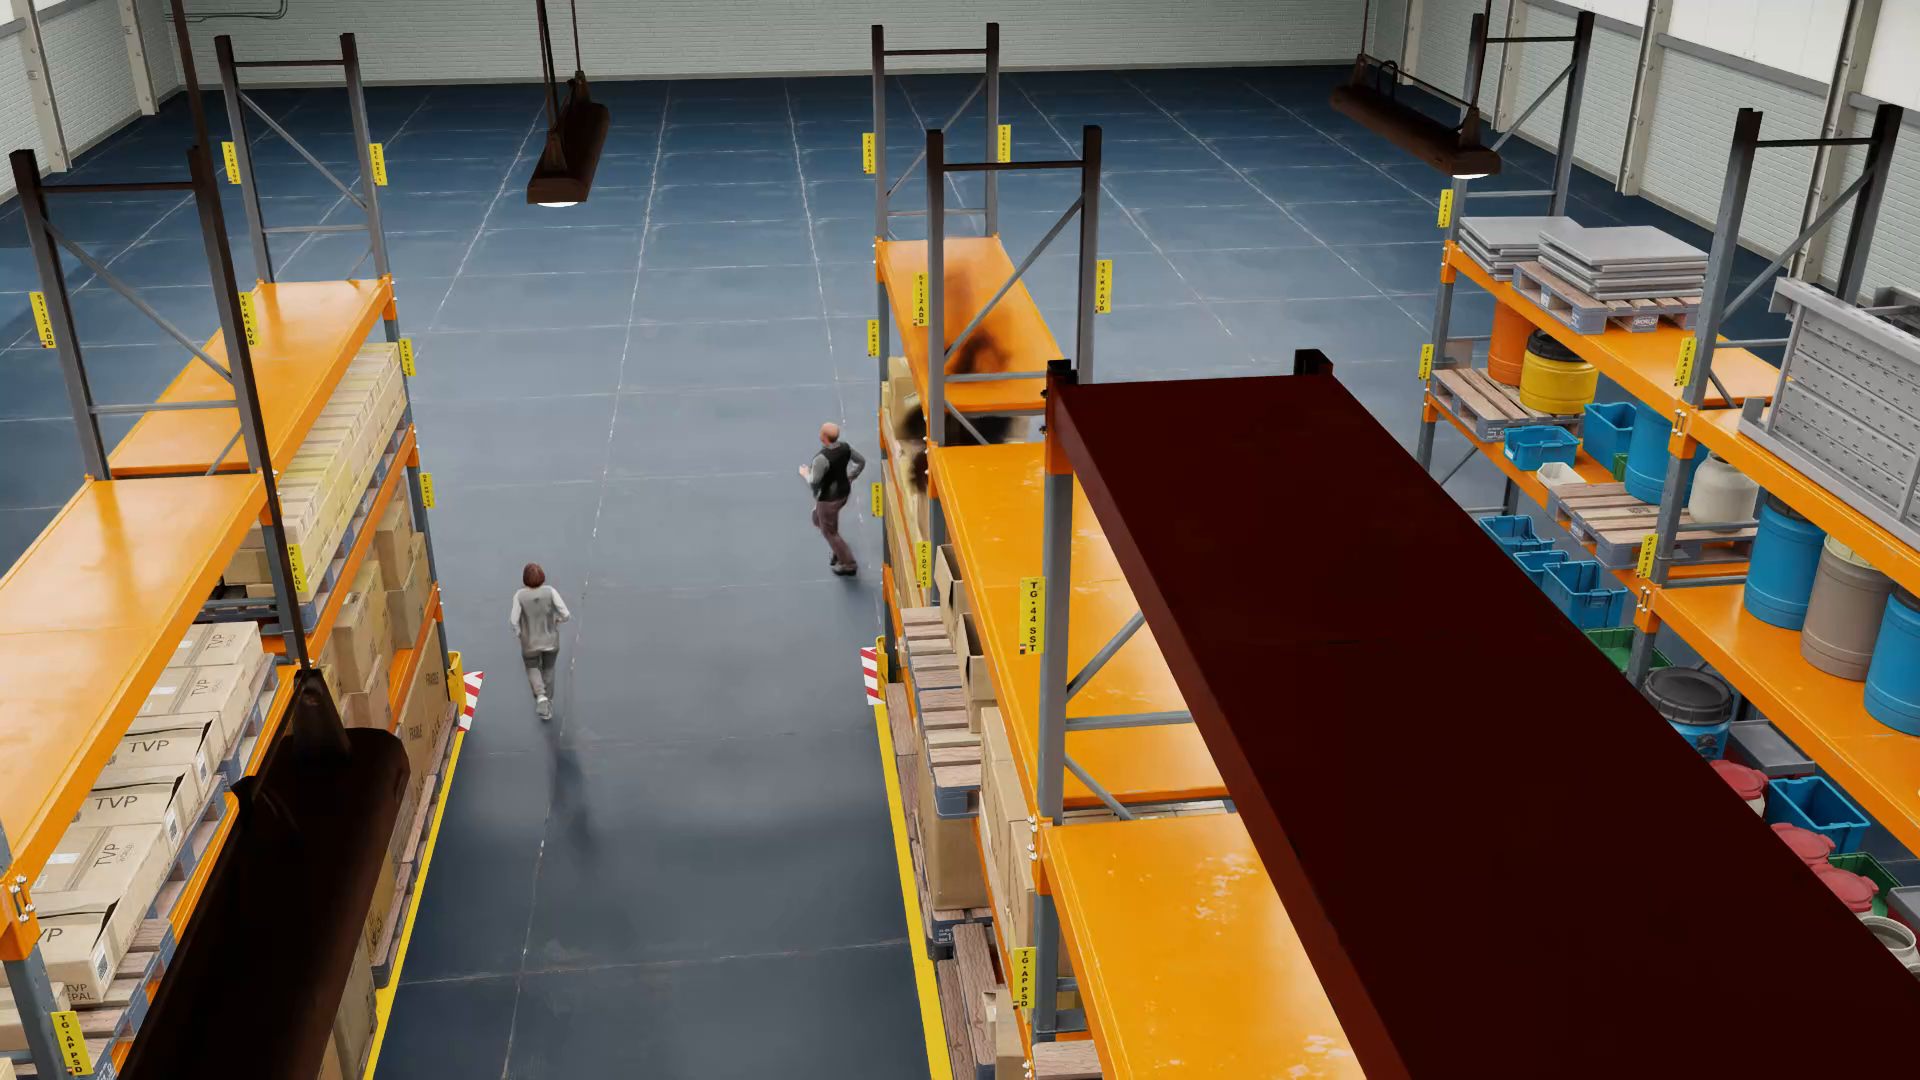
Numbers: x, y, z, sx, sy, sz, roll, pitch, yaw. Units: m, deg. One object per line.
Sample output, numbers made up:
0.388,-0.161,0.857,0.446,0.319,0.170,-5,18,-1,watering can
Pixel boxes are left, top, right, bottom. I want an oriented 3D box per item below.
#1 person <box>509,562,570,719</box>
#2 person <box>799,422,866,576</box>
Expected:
-3.710,0.919,14.771,0.532,1.546,0.559,-9,27,-19,person
-1.368,-0.442,17.446,0.693,1.721,0.634,12,28,24,person
